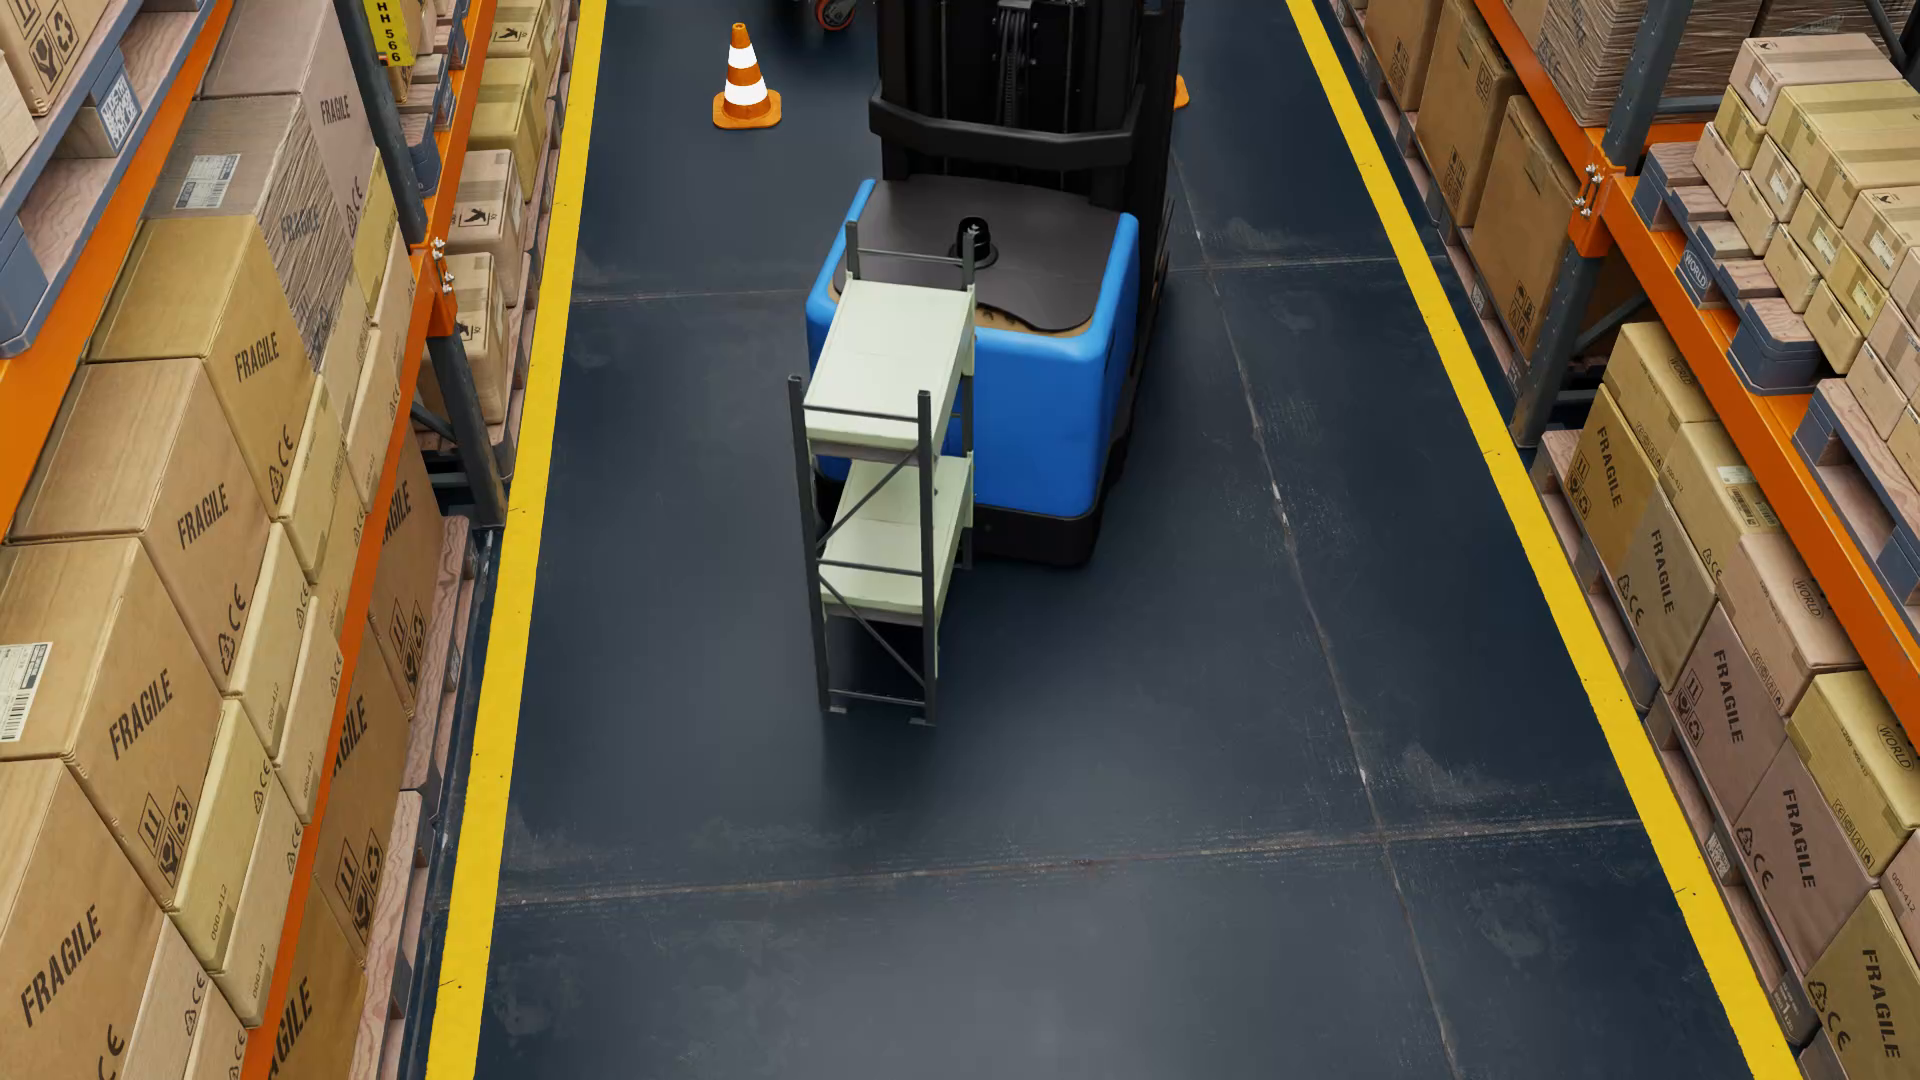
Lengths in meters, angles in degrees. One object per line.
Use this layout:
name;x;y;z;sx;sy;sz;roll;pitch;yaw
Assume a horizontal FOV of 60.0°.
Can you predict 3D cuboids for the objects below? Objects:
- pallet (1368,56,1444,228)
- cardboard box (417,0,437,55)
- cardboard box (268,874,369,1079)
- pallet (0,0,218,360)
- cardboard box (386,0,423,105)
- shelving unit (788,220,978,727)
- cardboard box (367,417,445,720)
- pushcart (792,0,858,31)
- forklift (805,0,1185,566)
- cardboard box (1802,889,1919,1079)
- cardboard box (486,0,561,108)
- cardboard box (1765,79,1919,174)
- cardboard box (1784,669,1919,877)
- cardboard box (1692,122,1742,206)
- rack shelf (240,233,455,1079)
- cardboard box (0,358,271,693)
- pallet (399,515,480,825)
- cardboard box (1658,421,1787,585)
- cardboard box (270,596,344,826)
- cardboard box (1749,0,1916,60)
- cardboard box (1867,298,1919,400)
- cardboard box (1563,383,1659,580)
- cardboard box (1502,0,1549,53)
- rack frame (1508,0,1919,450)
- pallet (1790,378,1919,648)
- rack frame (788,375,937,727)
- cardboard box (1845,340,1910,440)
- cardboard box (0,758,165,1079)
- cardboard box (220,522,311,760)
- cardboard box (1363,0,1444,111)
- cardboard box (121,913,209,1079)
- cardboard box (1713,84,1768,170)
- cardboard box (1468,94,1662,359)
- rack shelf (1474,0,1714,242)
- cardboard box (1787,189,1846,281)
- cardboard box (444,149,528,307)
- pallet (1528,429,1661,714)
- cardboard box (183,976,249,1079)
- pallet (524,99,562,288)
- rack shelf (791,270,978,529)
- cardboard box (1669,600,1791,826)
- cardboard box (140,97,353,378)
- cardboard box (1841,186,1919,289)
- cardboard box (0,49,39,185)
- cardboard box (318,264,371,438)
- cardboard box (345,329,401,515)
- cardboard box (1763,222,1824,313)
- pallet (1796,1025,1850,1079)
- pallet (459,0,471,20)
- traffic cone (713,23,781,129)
pallet;2.611;-1.960;7.961;1.003;0.211;1.213;-3;47;-3
cardboard box;-2.032;-1.801;5.773;0.380;0.149;0.250;-6;47;-6
cardboard box;-2.103;1.294;4.132;0.875;0.875;0.875;-2;47;-2
pallet;-2.020;-0.784;2.991;1.003;0.211;1.213;-2;47;-1
cardboard box;-2.030;-1.710;5.240;0.500;0.500;0.500;-5;47;-4
shelving unit;-0.216;-0.174;5.381;0.431;1.500;0.755;7;47;7
cardboard box;-2.248;0.002;5.356;0.875;0.875;0.875;-4;47;-4
pushcart;-0.290;-3.256;9.074;1.648;0.377;0.936;-19;49;-17
forklift;0.294;-2.006;6.131;1.130;2.935;3.031;9;47;9
cardboard box;2.680;1.255;4.428;0.500;0.500;0.500;-4;47;-4
cardboard box;-2.448;-2.325;7.906;0.950;0.372;0.625;-1;47;-1
cardboard box;2.572;-1.185;4.781;0.380;0.149;0.250;-5;47;-4
cardboard box;2.634;0.610;4.522;0.500;0.250;0.500;-5;47;-5
cardboard box;2.538;-1.185;5.190;0.380;0.149;0.250;-4;47;-4
rack shelf;-2.056;0.605;4.106;1.077;0.370;4.000;-3;47;-3
cardboard box;-1.798;-0.012;3.438;0.500;0.500;0.500;-4;47;-4
pallet;-2.232;0.445;5.683;1.003;0.211;1.213;-3;47;-3
cardboard box;2.560;-0.125;5.219;0.500;0.250;0.500;-4;47;-4
cardboard box;-1.766;0.414;3.895;0.500;0.250;0.500;-4;47;-4
cardboard box;2.933;-1.839;5.857;0.500;0.500;0.500;-3;47;-3
cardboard box;2.633;-0.510;4.346;0.380;0.149;0.250;-3;47;-3
cardboard box;2.506;-0.221;5.825;0.500;0.500;0.500;-5;47;-5
cardboard box;2.356;-2.168;6.168;0.500;0.500;0.500;-3;47;-3
rack frame;2.701;-1.463;5.570;1.000;3.000;0.127;-3;47;-3
pallet;2.908;0.033;4.285;1.003;0.211;1.213;-3;47;-3
rack frame;-0.279;0.088;5.133;0.400;1.500;0.023;7;47;7
cardboard box;2.632;-0.408;4.454;0.380;0.149;0.250;-2;47;-2
cardboard box;-1.709;0.725;2.740;0.500;0.500;0.500;-4;47;-4
cardboard box;-1.776;0.241;3.715;0.500;0.250;0.500;-5;47;-4
cardboard box;2.585;-2.586;7.893;1.050;0.750;0.750;-3;47;-3
cardboard box;-1.716;0.974;3.021;0.500;0.250;0.500;-3;47;-3
cardboard box;2.542;-1.262;5.058;0.380;0.149;0.250;-2;47;-2
cardboard box;2.740;-1.280;6.656;1.050;0.750;0.750;-4;47;-4
rack shelf;2.534;-2.663;7.201;1.077;0.370;4.000;-3;47;-3
cardboard box;2.592;-0.872;4.689;0.380;0.149;0.250;-5;47;-5
cardboard box;-2.330;-1.273;6.910;0.950;0.372;0.625;-4;47;-4
pallet;2.765;0.061;6.047;1.003;0.211;1.213;-3;47;-3
cardboard box;-1.707;1.148;3.200;0.500;0.250;0.500;-5;47;-4
pallet;-2.386;-1.576;7.597;1.003;0.211;1.213;-3;47;-3
rack shelf;-0.216;-0.442;5.098;0.431;0.370;0.720;7;47;7
cardboard box;2.599;0.514;5.130;0.500;0.500;0.500;-5;47;-4
cardboard box;-1.868;-0.738;4.126;0.500;0.500;0.500;-3;47;-3
cardboard box;2.610;-0.816;4.431;0.380;0.149;0.250;-5;47;-5
cardboard box;-1.692;-0.668;2.554;0.396;0.266;0.258;0;47;0
cardboard box;-1.883;-0.504;4.420;0.500;0.250;0.500;-5;47;-4
cardboard box;-1.863;-0.319;4.589;0.500;0.250;0.500;-3;47;-3
cardboard box;2.583;-0.796;4.821;0.380;0.149;0.250;-1;47;-1
pallet;2.969;1.827;4.375;1.003;0.211;1.213;-3;47;-3
pallet;-2.430;-2.453;6.639;1.003;0.211;1.213;-3;47;-3
traffic cone;-1.059;-2.299;8.108;0.336;0.463;0.334;-3;47;-3
